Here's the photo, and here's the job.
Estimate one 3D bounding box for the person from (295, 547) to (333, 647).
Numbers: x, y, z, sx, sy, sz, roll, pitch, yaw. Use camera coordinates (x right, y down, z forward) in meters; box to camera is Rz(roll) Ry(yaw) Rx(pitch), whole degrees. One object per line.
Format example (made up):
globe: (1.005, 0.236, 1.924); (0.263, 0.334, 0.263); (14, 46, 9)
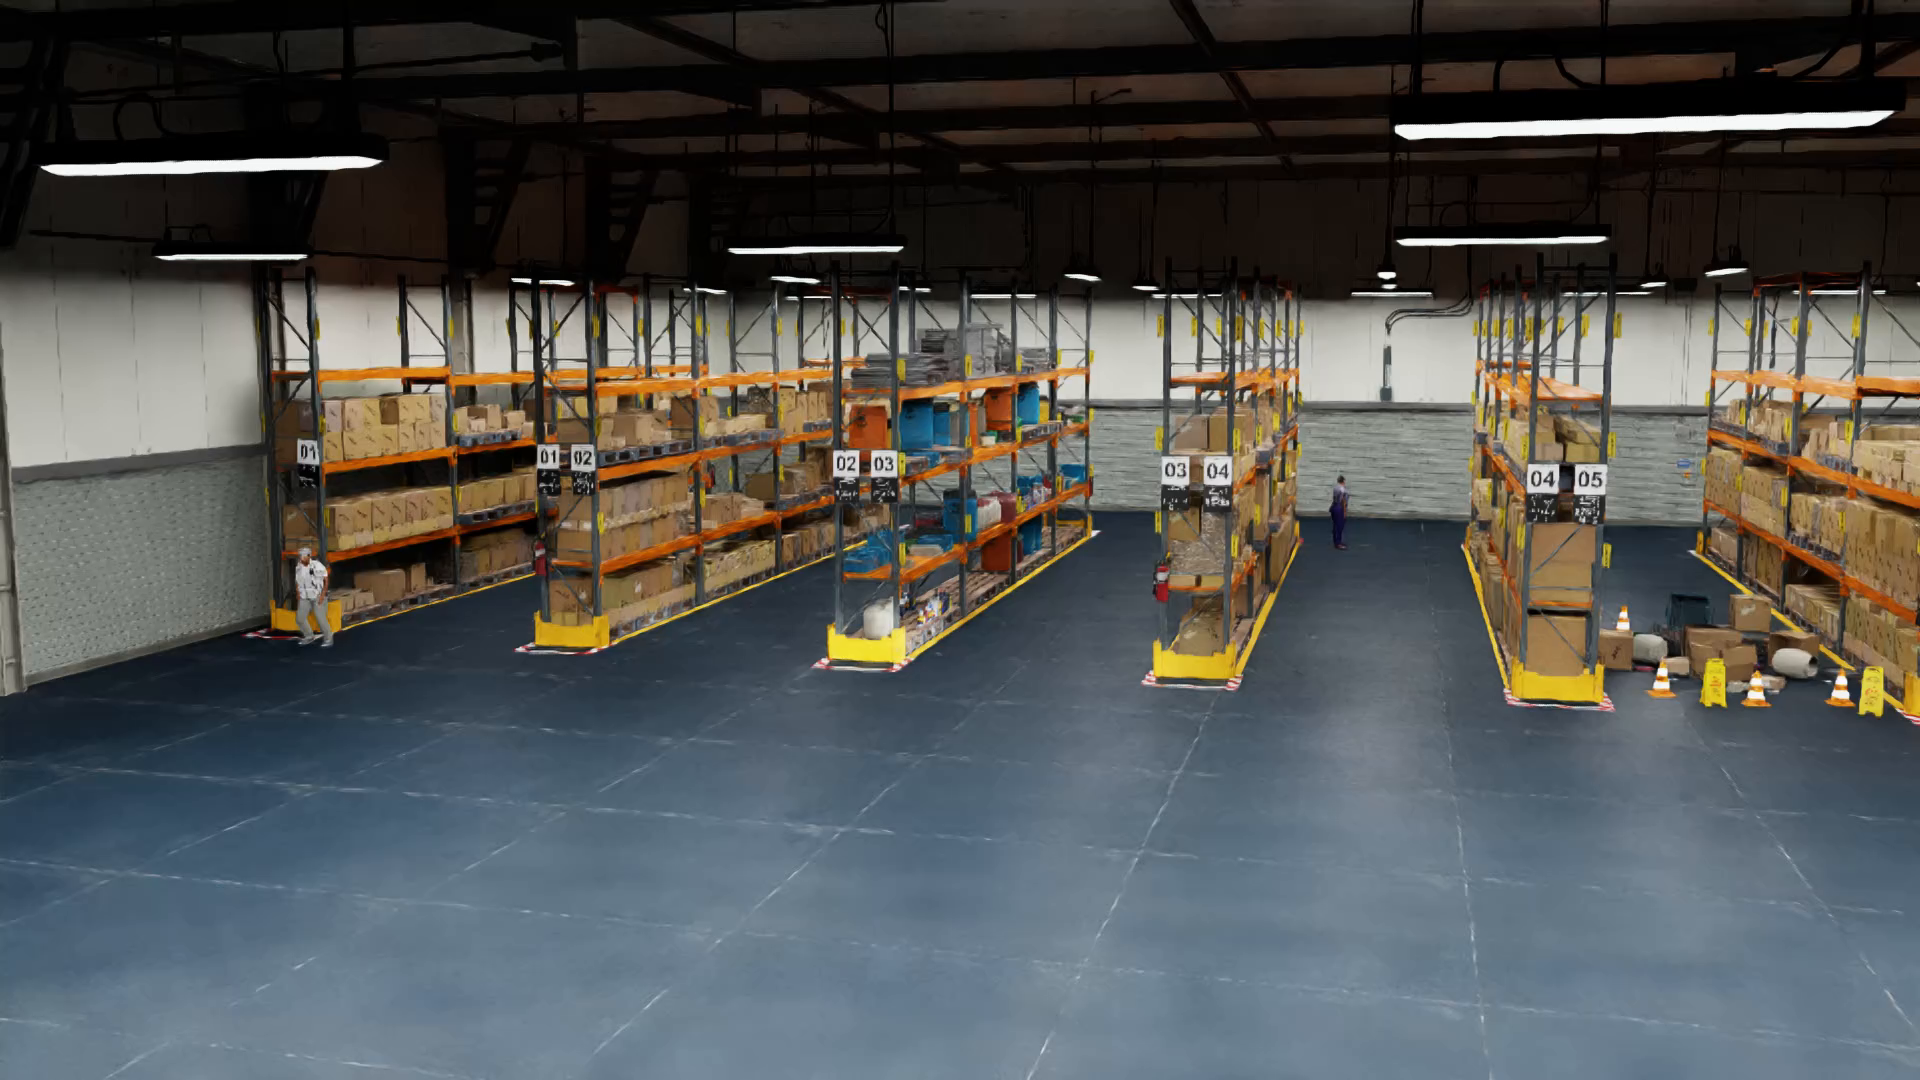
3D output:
person: (-10.225, 0.896, 26.220); (0.625, 1.607, 0.570); (2, 7, 13)

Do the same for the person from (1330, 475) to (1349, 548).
person: (8.753, -0.668, 38.185); (0.445, 1.658, 0.579); (-2, 7, -15)
